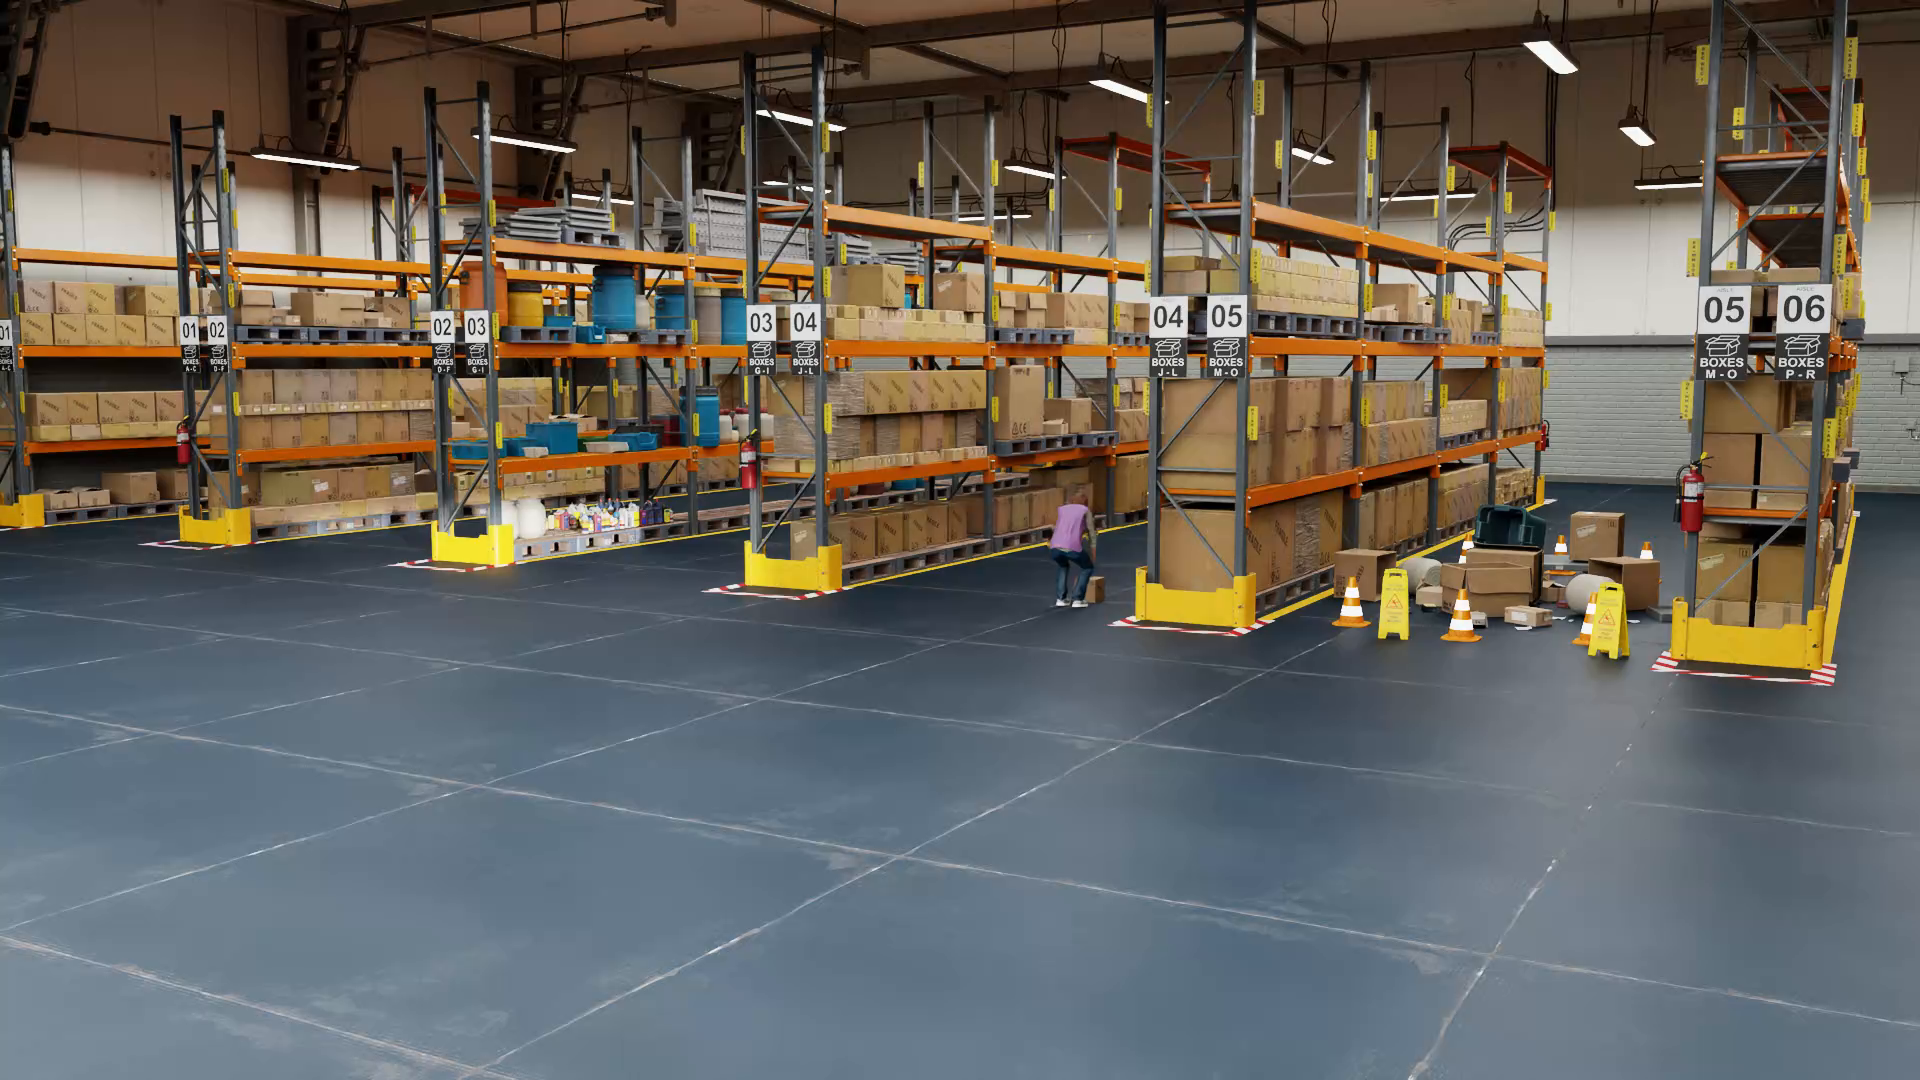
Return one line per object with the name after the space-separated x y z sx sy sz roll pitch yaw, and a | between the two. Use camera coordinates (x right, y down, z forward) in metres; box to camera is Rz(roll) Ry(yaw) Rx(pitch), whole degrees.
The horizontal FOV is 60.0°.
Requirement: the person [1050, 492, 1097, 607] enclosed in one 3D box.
1.168 0.114 17.511 0.463 1.171 0.714 3 7 29 | person
